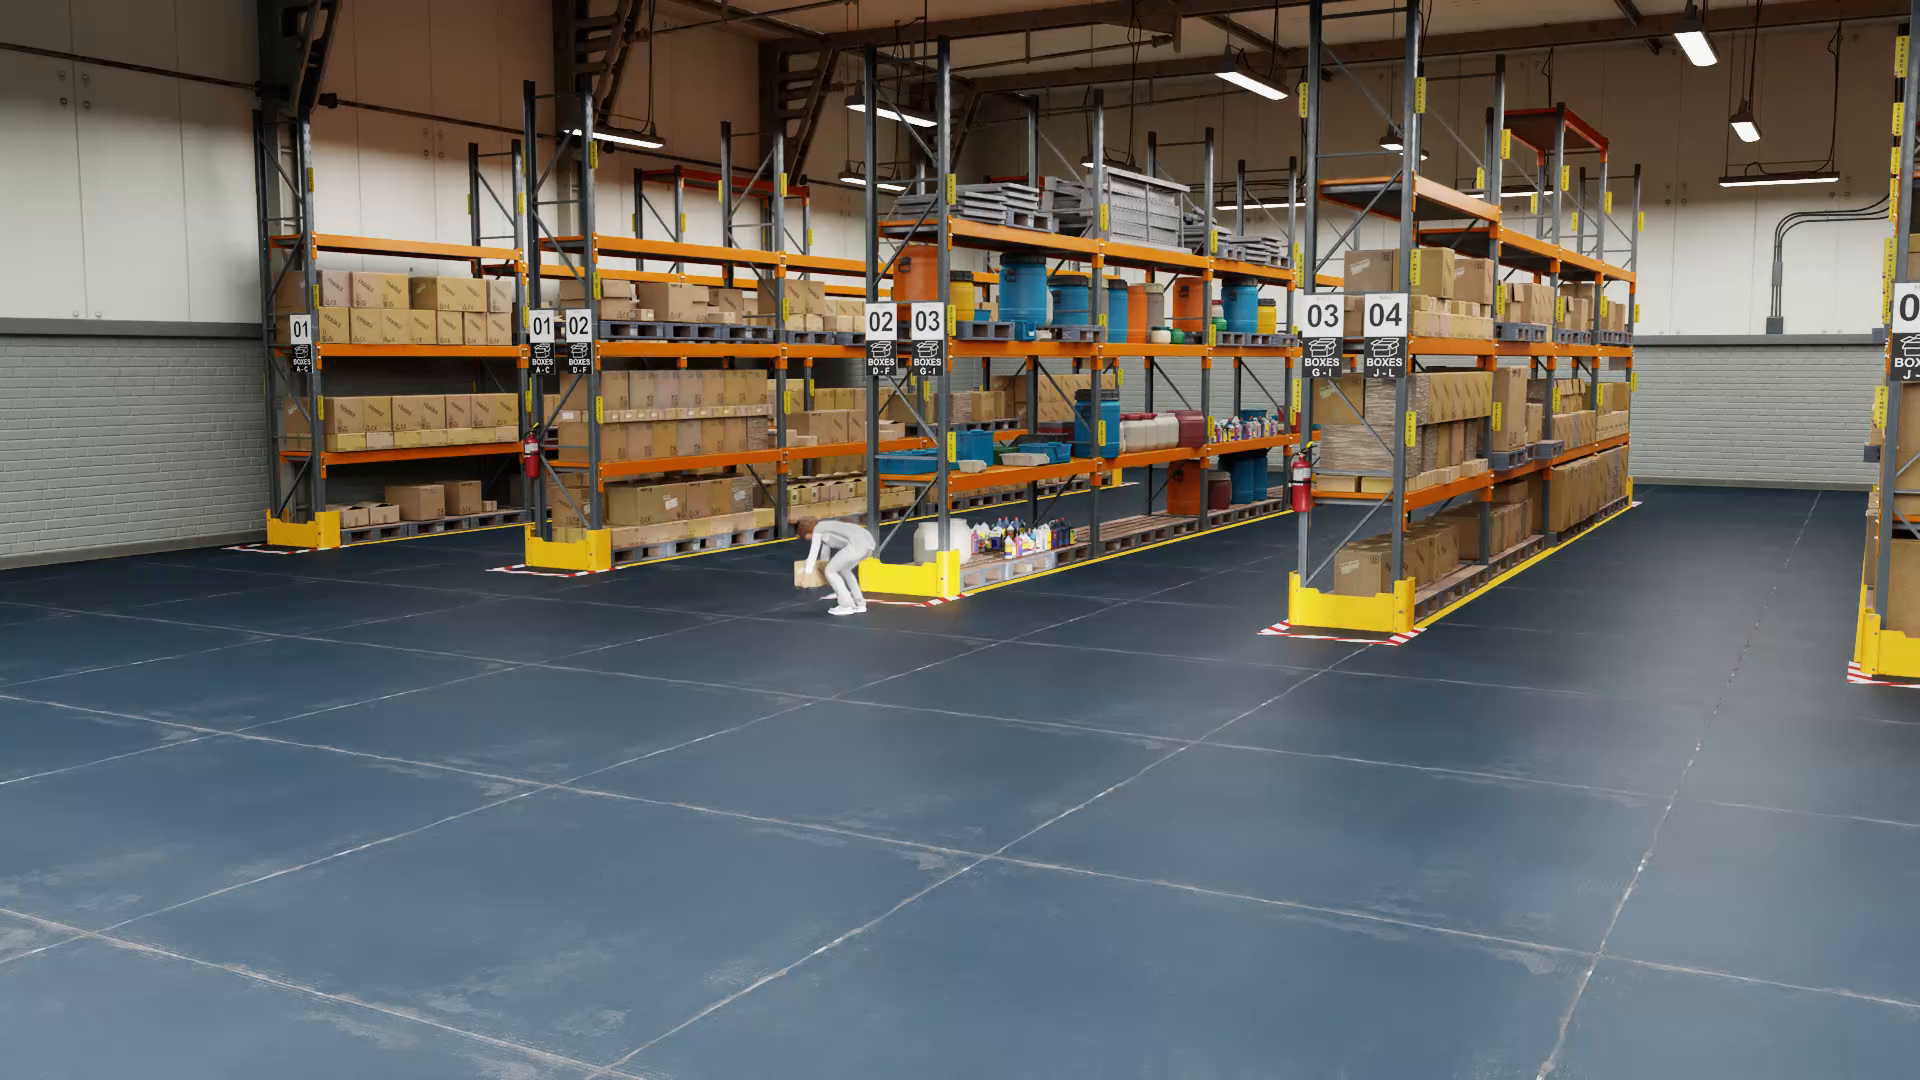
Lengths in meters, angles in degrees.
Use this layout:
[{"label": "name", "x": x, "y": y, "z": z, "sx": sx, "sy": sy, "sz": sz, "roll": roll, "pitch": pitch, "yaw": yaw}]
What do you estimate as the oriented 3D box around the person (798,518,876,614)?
[{"label": "person", "x": -1.273, "y": 0.267, "z": 17.043, "sx": 0.861, "sy": 0.965, "sz": 0.417, "roll": 3, "pitch": 7, "yaw": 26}]
